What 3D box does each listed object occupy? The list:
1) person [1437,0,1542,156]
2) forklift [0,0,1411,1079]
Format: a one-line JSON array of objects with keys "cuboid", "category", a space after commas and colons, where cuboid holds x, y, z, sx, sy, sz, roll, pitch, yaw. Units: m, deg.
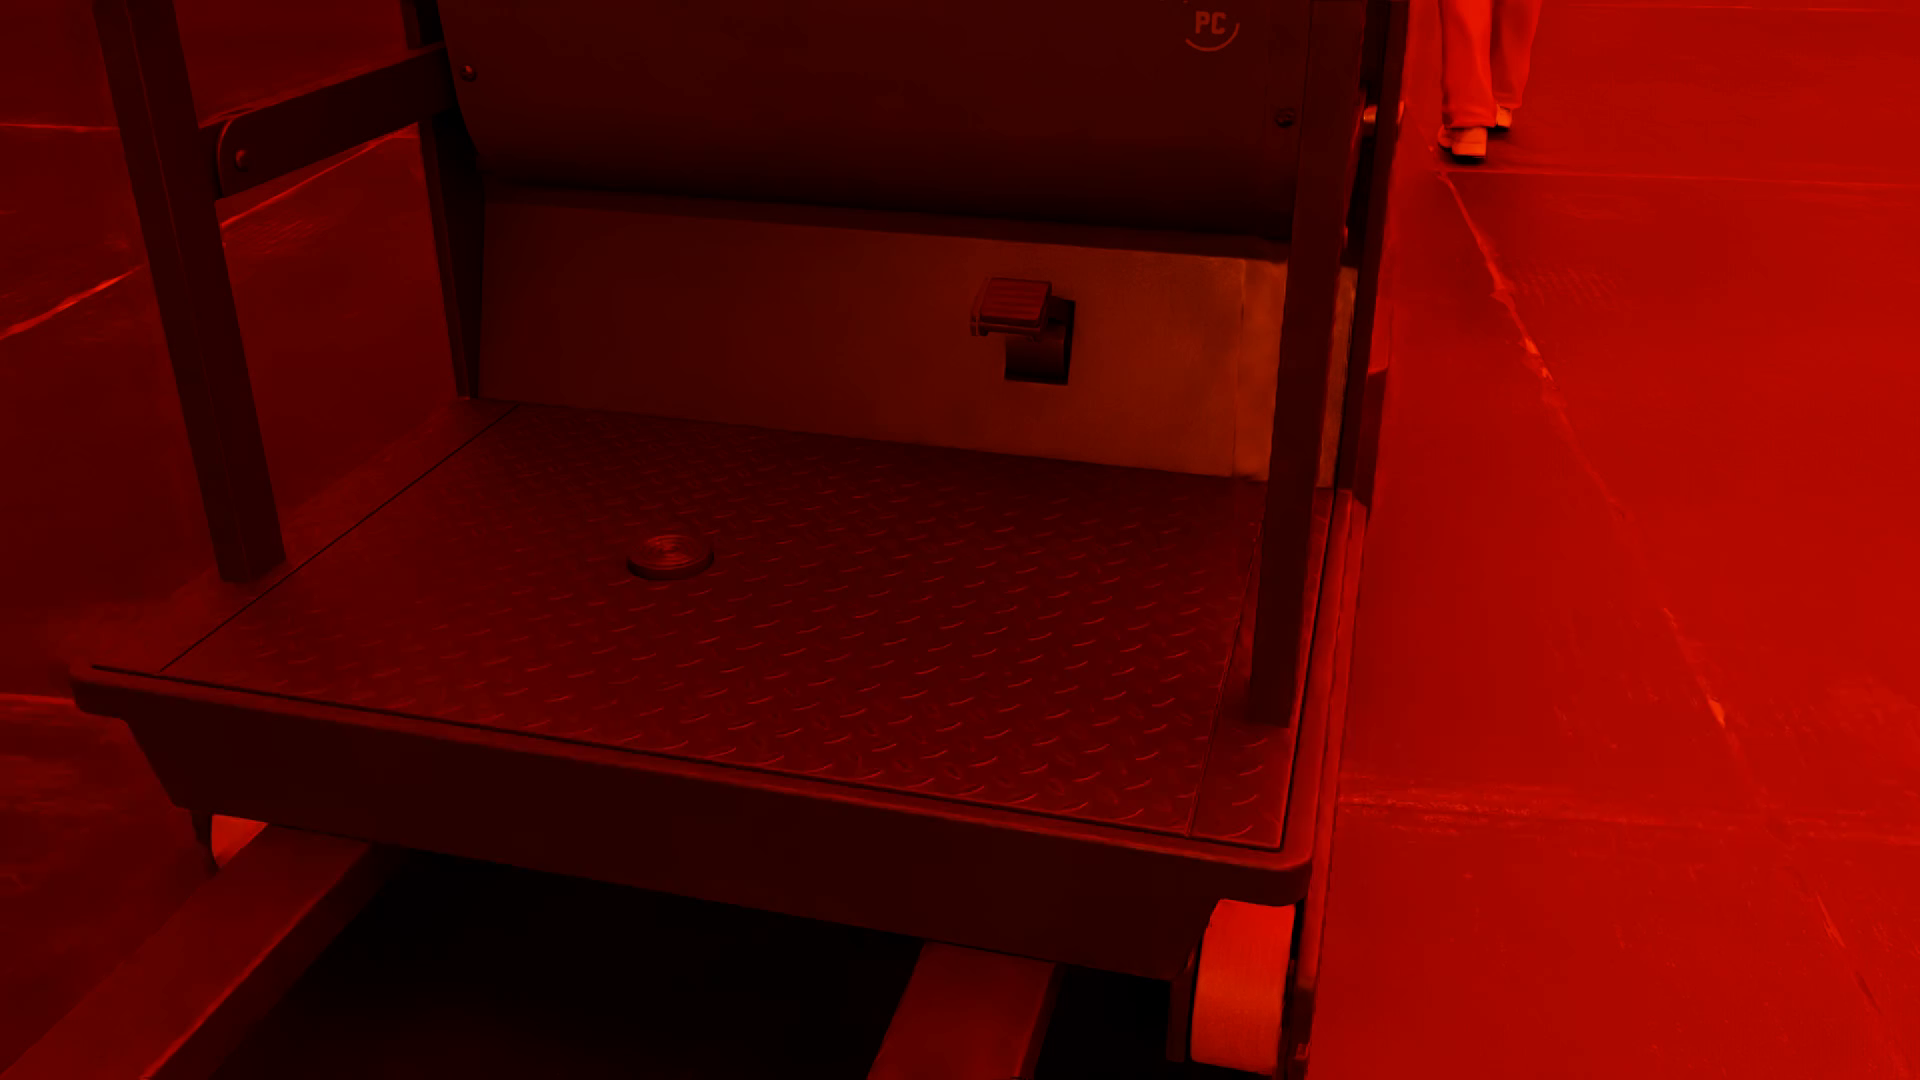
[{"cuboid": [1.538, -1.908, 4.506, 0.884, 1.663, 0.714, 2, 27, 5], "category": "person"}, {"cuboid": [-0.148, -1.017, 1.254, 1.130, 2.935, 3.031, 7, 27, 13], "category": "forklift"}]
